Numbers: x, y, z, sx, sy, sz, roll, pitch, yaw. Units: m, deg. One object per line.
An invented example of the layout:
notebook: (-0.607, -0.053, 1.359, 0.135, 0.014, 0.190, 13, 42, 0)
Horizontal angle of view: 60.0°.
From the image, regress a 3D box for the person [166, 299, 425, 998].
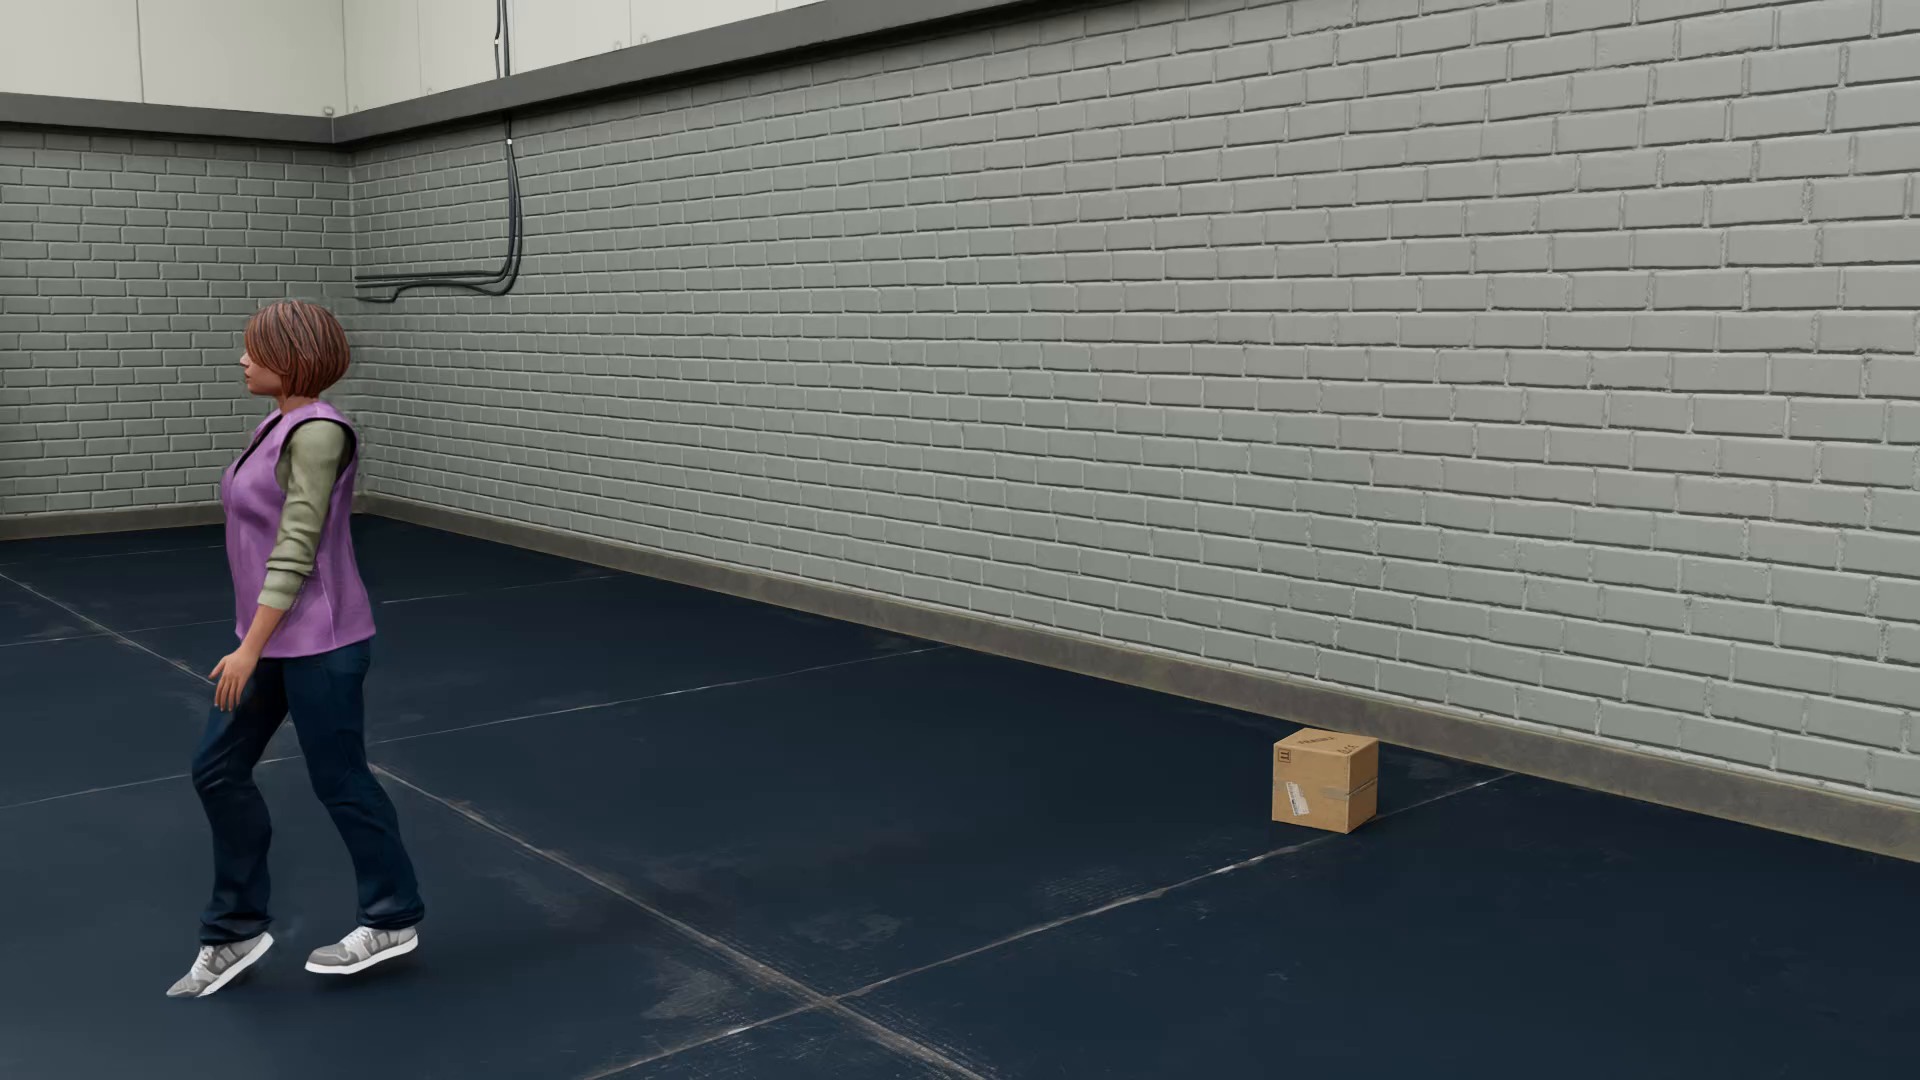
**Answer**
person: (-1.546, 0.278, 3.836, 0.563, 1.649, 0.414, -6, 10, -37)
